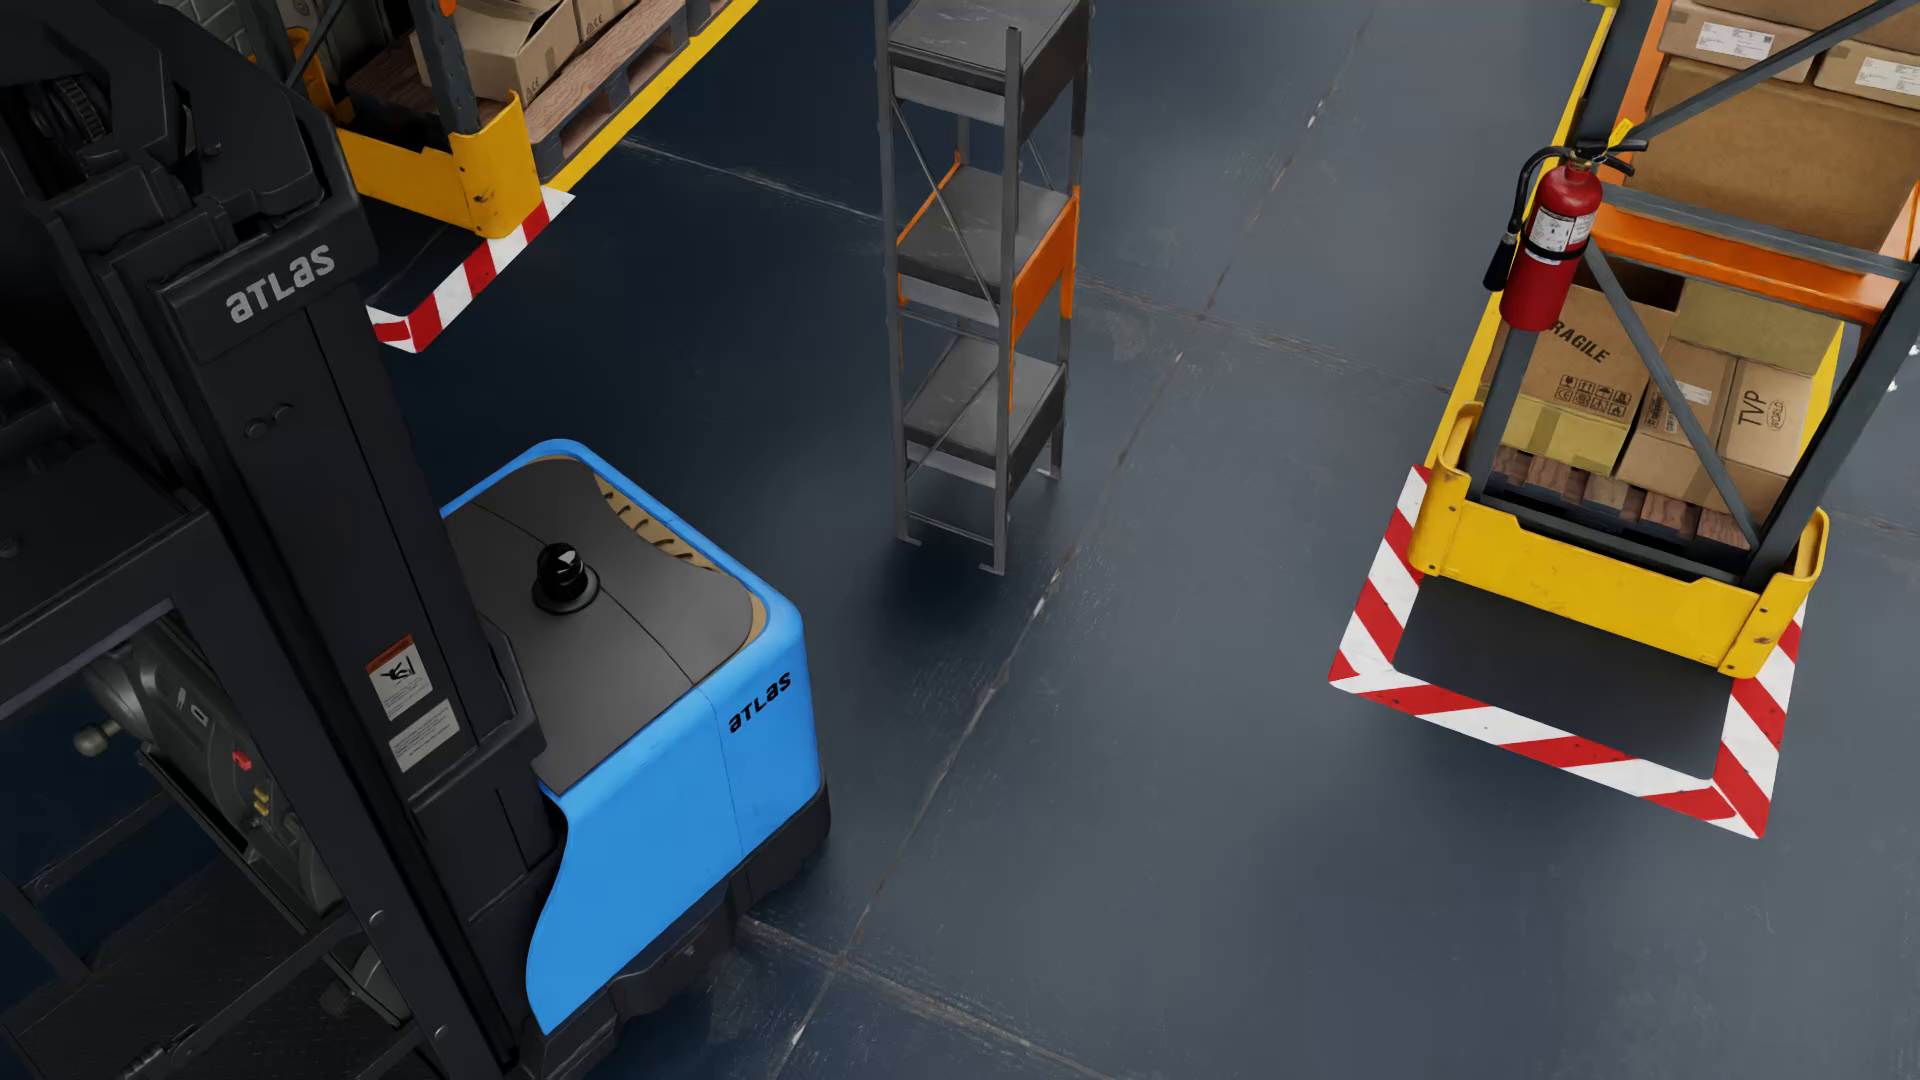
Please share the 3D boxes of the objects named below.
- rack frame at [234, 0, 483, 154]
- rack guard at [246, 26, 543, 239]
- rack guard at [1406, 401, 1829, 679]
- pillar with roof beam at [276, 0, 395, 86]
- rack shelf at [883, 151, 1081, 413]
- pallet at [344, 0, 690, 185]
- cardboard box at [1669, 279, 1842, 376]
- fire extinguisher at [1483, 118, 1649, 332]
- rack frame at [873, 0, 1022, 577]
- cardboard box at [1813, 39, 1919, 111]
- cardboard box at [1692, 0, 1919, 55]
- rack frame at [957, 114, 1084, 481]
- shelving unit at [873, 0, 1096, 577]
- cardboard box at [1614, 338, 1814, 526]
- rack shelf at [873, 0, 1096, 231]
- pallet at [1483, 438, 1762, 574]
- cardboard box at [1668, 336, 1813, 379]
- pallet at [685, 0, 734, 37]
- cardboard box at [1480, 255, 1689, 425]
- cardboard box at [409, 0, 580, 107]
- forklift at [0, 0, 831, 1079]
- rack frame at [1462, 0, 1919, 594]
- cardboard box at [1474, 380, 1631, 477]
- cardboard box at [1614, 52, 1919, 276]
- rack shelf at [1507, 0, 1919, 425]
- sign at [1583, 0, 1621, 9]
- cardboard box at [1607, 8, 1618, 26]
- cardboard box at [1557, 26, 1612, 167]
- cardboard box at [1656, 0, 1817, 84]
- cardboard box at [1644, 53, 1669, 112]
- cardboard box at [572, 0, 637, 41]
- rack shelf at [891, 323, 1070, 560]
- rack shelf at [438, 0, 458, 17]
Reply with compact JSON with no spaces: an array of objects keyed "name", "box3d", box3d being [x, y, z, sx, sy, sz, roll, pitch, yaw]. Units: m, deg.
[{"name":"rack frame","box3d":[-2.360,-2.441,5.857,1.000,3.000,0.127,20,52,16]},{"name":"rack guard","box3d":[-2.327,-1.683,6.854,1.175,0.500,0.348,20,52,16]},{"name":"rack guard","box3d":[2.110,-0.005,5.426,1.175,0.500,0.348,20,52,16]},{"name":"pillar with roof beam","box3d":[1.049,-3.748,3.030,9.100,9.000,0.400,20,52,16]},{"name":"rack shelf","box3d":[0.071,-0.786,5.058,0.431,0.518,0.480,20,52,16]},{"name":"pallet","box3d":[-1.948,-2.138,7.430,1.003,0.211,1.213,20,52,16]},{"name":"cardboard box","box3d":[2.763,-0.962,5.636,0.500,0.500,0.500,20,52,16]},{"name":"fire extinguisher","box3d":[1.650,-0.876,4.577,0.296,0.674,0.183,20,52,16]},{"name":"rack frame","box3d":[-0.034,-0.626,4.904,0.400,2.100,0.015,20,52,16]},{"name":"cardboard box","box3d":[2.483,-1.274,4.373,0.380,0.149,0.250,19,52,16]},{"name":"cardboard box","box3d":[2.354,-1.638,4.257,0.700,0.500,0.500,20,52,16]},{"name":"rack frame","box3d":[0.175,-0.962,5.190,0.400,2.100,0.015,20,52,16]},{"name":"shelving unit","box3d":[0.071,-0.794,5.047,0.431,2.100,0.503,20,52,16]},{"name":"cardboard box","box3d":[2.551,-0.374,5.628,0.500,0.250,0.500,20,52,16]},{"name":"rack shelf","box3d":[0.071,-1.239,4.525,0.431,0.518,0.480,20,52,16]},{"name":"pallet","box3d":[2.409,-0.468,6.010,1.003,0.211,1.213,20,52,16]},{"name":"cardboard box","box3d":[2.761,-0.719,5.922,0.500,0.250,0.500,20,52,16]},{"name":"pallet","box3d":[-1.426,-2.975,8.142,1.003,0.211,1.213,20,52,16]},{"name":"cardboard box","box3d":[2.081,-0.786,5.486,0.500,0.500,0.500,20,52,16]},{"name":"cardboard box","box3d":[-1.983,-2.159,7.094,0.500,0.311,0.500,14,51,12]},{"name":"forklift","box3d":[-1.744,0.518,3.385,1.130,2.935,3.031,35,58,26]},{"name":"rack frame","box3d":[2.121,-0.832,4.488,1.000,3.000,0.127,20,52,16]},{"name":"cardboard box","box3d":[2.082,-0.542,5.771,0.500,0.250,0.500,20,52,16]},{"name":"cardboard box","box3d":[2.332,-1.181,4.720,0.700,0.500,0.500,20,52,16]},{"name":"rack shelf","box3d":[2.975,-1.976,5.934,1.077,0.370,4.000,20,52,16]},{"name":"sign","box3d":[1.636,-1.470,4.115,0.100,0.325,0.005,20,52,16]},{"name":"cardboard box","box3d":[2.709,-1.823,6.369,0.500,0.500,0.500,20,52,16]},{"name":"cardboard box","box3d":[2.495,-1.479,6.076,0.500,0.500,0.500,20,52,16]},{"name":"cardboard box","box3d":[2.111,-1.399,4.480,0.380,0.149,0.250,19,52,15]},{"name":"cardboard box","box3d":[2.552,-1.545,5.029,0.700,0.500,0.500,21,53,17]},{"name":"cardboard box","box3d":[-1.739,-2.552,7.428,0.500,0.311,0.500,24,54,19]},{"name":"rack shelf","box3d":[0.071,-0.332,5.591,0.431,0.518,0.480,20,52,16]},{"name":"rack shelf","box3d":[-1.506,-3.585,7.303,1.077,0.370,4.000,20,52,16]}]
